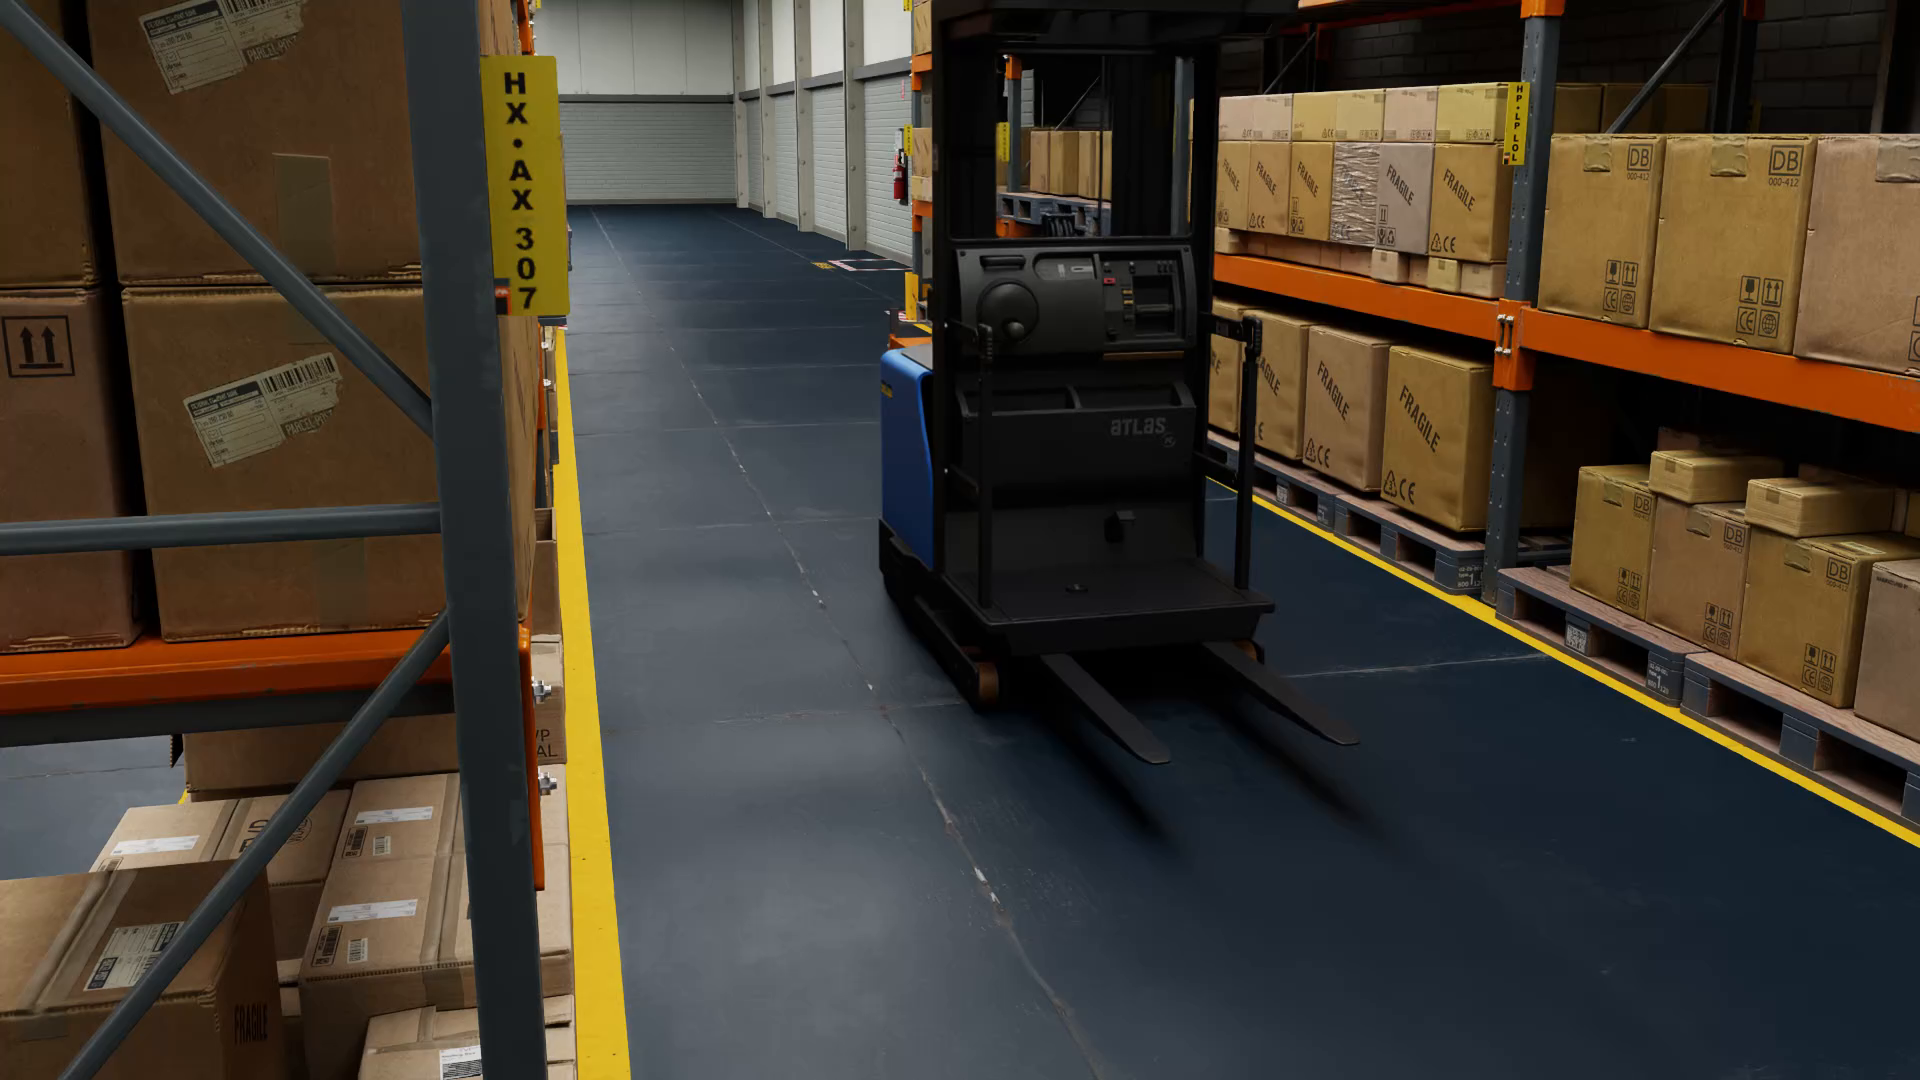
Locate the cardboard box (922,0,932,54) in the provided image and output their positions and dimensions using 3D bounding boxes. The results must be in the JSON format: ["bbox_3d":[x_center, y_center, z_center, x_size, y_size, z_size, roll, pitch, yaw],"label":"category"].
[{"bbox_3d":[-0.103,-5.266,17.088,0.500,0.500,0.500,-2,14,-9],"label":"cardboard box"}]

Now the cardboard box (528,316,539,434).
[{"bbox_3d":[-1.291,-0.515,4.005,0.500,0.500,0.500,-3,14,-12],"label":"cardboard box"}]

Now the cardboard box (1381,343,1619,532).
[{"bbox_3d":[2.510,-0.502,7.805,0.750,0.750,0.750,-3,14,-13],"label":"cardboard box"}]

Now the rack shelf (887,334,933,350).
[{"bbox_3d":[0.002,-0.829,8.218,0.538,0.278,1.000,-3,14,-13],"label":"rack shelf"}]

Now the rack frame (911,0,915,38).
[{"bbox_3d":[-0.030,-6.882,17.635,1.000,3.000,0.127,-3,14,-13],"label":"rack frame"}]

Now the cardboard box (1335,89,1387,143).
[{"bbox_3d":[2.200,-2.096,8.226,0.500,0.250,0.500,-3,14,-12],"label":"cardboard box"}]

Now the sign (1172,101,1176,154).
[{"bbox_3d":[1.324,-2.614,10.532,0.100,0.325,0.005,-3,14,-13],"label":"sign"}]

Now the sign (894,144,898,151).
[{"bbox_3d":[-1.014,-6.217,26.363,0.001,0.109,0.331,-3,14,-13],"label":"sign"}]

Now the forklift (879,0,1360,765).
[{"bbox_3d":[0.498,-0.926,6.042,1.130,2.935,3.031,-4,14,-14],"label":"forklift"}]

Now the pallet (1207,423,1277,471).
[{"bbox_3d":[1.961,-0.581,10.362,1.003,0.211,1.213,-3,14,-13],"label":"pallet"}]

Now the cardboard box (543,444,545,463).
[{"bbox_3d":[-2.038,-0.169,7.140,0.500,0.500,0.500,-3,14,-12],"label":"cardboard box"}]

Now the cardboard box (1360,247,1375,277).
[{"bbox_3d":[2.223,-1.386,8.267,0.380,0.149,0.250,-3,14,-13],"label":"cardboard box"}]

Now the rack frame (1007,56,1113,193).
[{"bbox_3d":[0.910,-3.045,14.570,1.000,3.000,0.127,-3,14,-13],"label":"rack frame"}]

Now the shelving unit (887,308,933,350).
[{"bbox_3d":[0.002,-0.545,8.287,0.538,1.125,1.048,-3,14,-13],"label":"shelving unit"}]

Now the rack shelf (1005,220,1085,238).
[{"bbox_3d":[1.380,-2.234,12.767,1.077,0.370,4.000,-3,14,-13],"label":"rack shelf"}]

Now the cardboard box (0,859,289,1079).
[{"bbox_3d":[-1.453,0.889,2.807,0.500,0.500,0.500,-3,14,-13],"label":"cardboard box"}]

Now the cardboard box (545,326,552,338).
[{"bbox_3d":[-2.934,-1.244,10.924,0.500,0.311,0.500,-4,14,-15],"label":"cardboard box"}]

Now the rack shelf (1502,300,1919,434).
[{"bbox_3d":[3.258,-0.388,5.212,1.077,0.370,4.000,-3,14,-13],"label":"rack shelf"}]

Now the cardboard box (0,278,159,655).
[{"bbox_3d":[-1.456,-0.136,2.454,0.500,0.500,0.500,-3,14,-11],"label":"cardboard box"}]

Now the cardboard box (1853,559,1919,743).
[{"bbox_3d":[3.230,0.346,5.071,0.700,0.500,0.500,-4,14,-15],"label":"cardboard box"}]

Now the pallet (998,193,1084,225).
[{"bbox_3d":[0.948,-2.767,13.838,1.003,0.211,1.213,-3,14,-13],"label":"pallet"}]

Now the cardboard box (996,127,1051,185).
[{"bbox_3d":[0.498,-3.438,14.872,0.500,0.500,0.500,-3,14,-13],"label":"cardboard box"}]

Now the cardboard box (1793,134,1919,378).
[{"bbox_3d":[3.247,-0.883,5.089,0.980,0.700,0.700,-4,14,-16],"label":"cardboard box"}]

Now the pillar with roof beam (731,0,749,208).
[{"bbox_3d":[-10.255,-13.449,44.517,9.100,9.000,0.400,-3,14,-13],"label":"pillar with roof beam"}]

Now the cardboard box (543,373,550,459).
[{"bbox_3d":[-2.517,-0.642,9.074,0.500,0.500,0.500,-3,14,-11],"label":"cardboard box"}]

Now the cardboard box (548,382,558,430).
[{"bbox_3d":[-2.802,-0.851,10.497,0.500,0.250,0.500,-3,14,-13],"label":"cardboard box"}]

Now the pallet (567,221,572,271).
[{"bbox_3d":[-2.738,-1.599,9.058,1.213,0.211,1.003,-3,14,-13],"label":"pallet"}]

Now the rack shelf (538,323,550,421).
[{"bbox_3d":[-2.495,-1.034,7.856,1.077,0.370,4.000,-3,14,-13],"label":"rack shelf"}]

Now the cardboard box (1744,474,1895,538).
[{"bbox_3d":[2.891,-0.116,5.598,0.380,0.149,0.250,-4,14,-15],"label":"cardboard box"}]

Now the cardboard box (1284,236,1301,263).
[{"bbox_3d":[2.031,-1.626,9.248,0.380,0.149,0.250,-3,14,-12],"label":"cardboard box"}]

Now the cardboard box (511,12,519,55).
[{"bbox_3d":[-1.414,-1.120,4.374,0.500,0.500,0.500,-3,14,-13],"label":"cardboard box"}]

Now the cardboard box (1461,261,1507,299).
[{"bbox_3d":[2.434,-1.149,7.298,0.380,0.149,0.250,-3,14,-13],"label":"cardboard box"}]

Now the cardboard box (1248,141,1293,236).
[{"bbox_3d":[1.944,-1.963,9.261,0.500,0.500,0.500,-3,14,-13],"label":"cardboard box"}]

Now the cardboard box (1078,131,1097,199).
[{"bbox_3d":[1.306,-2.908,12.873,0.700,0.500,0.500,-1,14,-5],"label":"cardboard box"}]

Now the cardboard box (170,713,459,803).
[{"bbox_3d":[-1.579,0.510,4.353,0.797,0.503,0.637,-3,14,-13],"label":"cardboard box"}]

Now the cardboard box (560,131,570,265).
[{"bbox_3d":[-1.919,-1.297,6.319,0.700,0.500,0.500,-9,16,-32],"label":"cardboard box"}]

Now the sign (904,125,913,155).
[{"bbox_3d":[-0.557,-4.358,18.120,0.100,0.325,0.005,-3,14,-13],"label":"sign"}]

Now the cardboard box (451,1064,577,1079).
[{"bbox_3d":[-0.850,1.056,2.865,0.380,0.149,0.250,-3,14,-13],"label":"cardboard box"}]

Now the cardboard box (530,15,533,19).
[{"bbox_3d":[-4.317,-5.096,15.781,0.500,0.250,0.500,-3,14,-13],"label":"cardboard box"}]

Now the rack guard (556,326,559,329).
[{"bbox_3d":[-4.849,-2.482,17.532,1.175,0.500,0.348,-3,14,-13],"label":"rack guard"}]

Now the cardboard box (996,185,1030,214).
[{"bbox_3d":[0.504,-3.074,14.963,0.500,0.250,0.500,-3,14,-13],"label":"cardboard box"}]

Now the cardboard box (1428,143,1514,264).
[{"bbox_3d":[2.435,-1.495,7.344,0.500,0.500,0.500,-4,14,-14],"label":"cardboard box"}]

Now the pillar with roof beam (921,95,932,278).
[{"bbox_3d":[-4.618,-7.913,21.854,9.100,9.000,0.400,-3,14,-13],"label":"pillar with roof beam"}]

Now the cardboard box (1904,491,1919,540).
[{"bbox_3d":[3.332,-0.070,5.410,0.380,0.149,0.250,-4,14,-14],"label":"cardboard box"}]
